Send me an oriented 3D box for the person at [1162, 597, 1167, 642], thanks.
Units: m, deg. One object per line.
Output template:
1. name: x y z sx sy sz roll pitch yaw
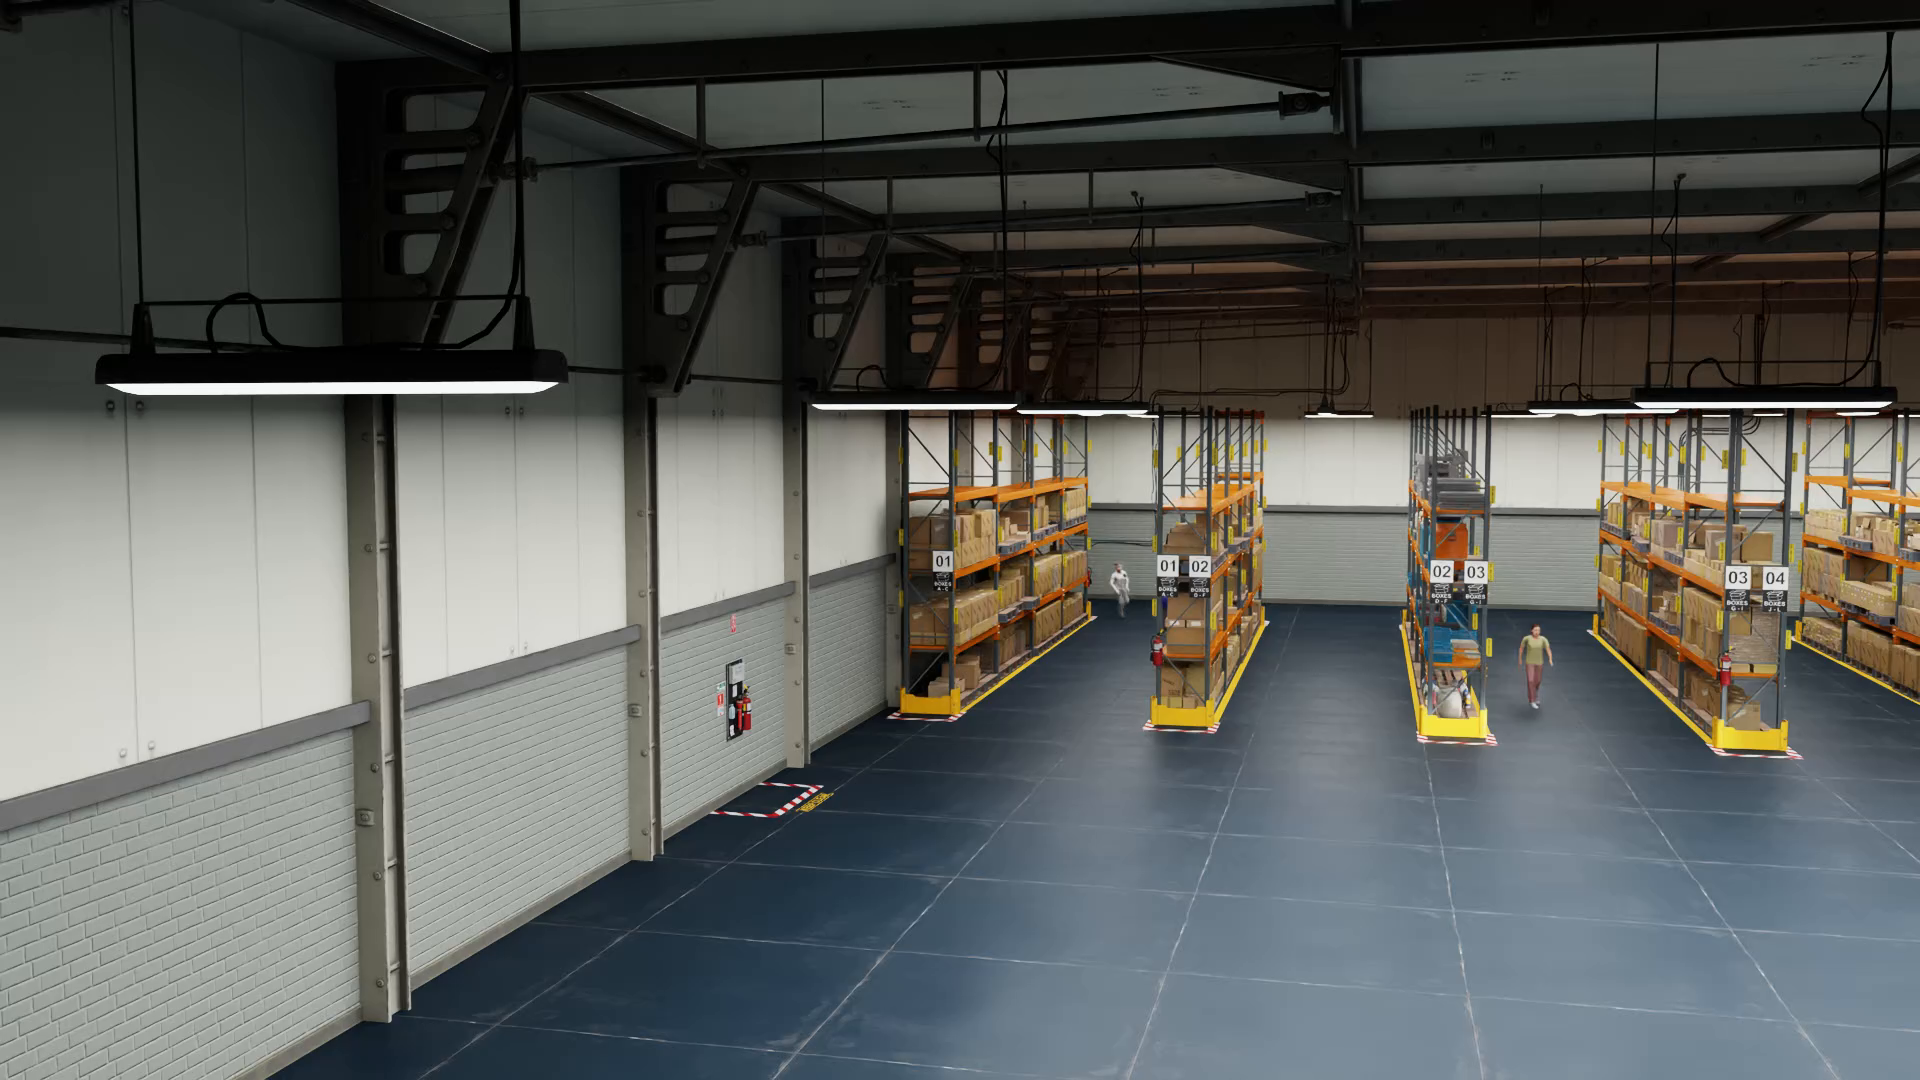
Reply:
1. person: 5.374 1.869 42.866 0.607 1.568 0.737 2 4 23

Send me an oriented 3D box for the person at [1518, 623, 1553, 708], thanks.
1. person: 11.559 2.504 33.415 0.581 1.686 0.684 0 4 5

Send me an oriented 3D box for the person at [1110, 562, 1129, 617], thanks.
1. person: 4.664 1.453 48.372 0.623 1.612 0.478 -2 5 -25
